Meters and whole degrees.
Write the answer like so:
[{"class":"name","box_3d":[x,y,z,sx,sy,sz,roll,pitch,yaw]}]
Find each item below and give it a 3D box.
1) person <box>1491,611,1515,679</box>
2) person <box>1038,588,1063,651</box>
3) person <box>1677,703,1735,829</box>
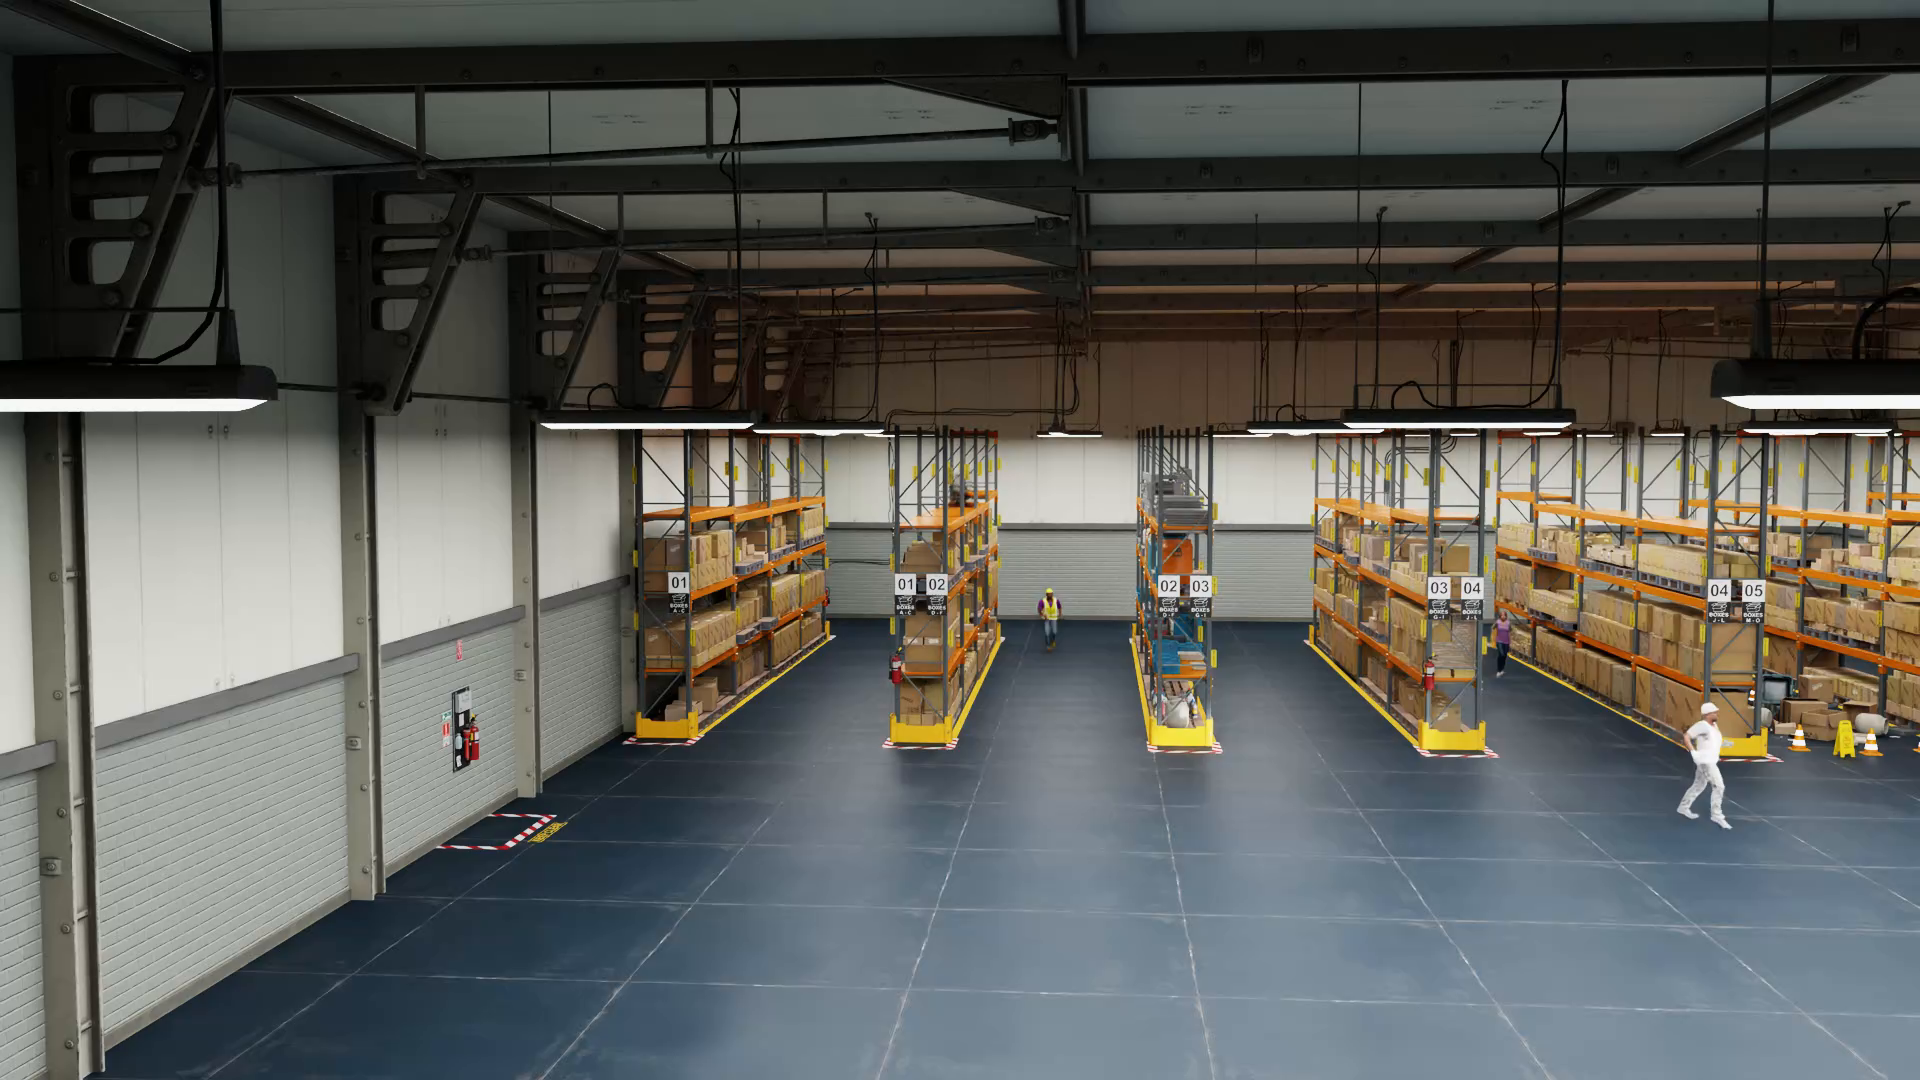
[{"class":"person","box_3d":[13.113,2.513,40.132,0.528,1.632,0.717,0,3,7]},{"class":"person","box_3d":[2.447,2.161,44.952,0.689,1.713,0.629,0,3,-6]},{"class":"person","box_3d":[11.100,3.335,24.746,0.790,1.834,0.690,2,4,33]}]
